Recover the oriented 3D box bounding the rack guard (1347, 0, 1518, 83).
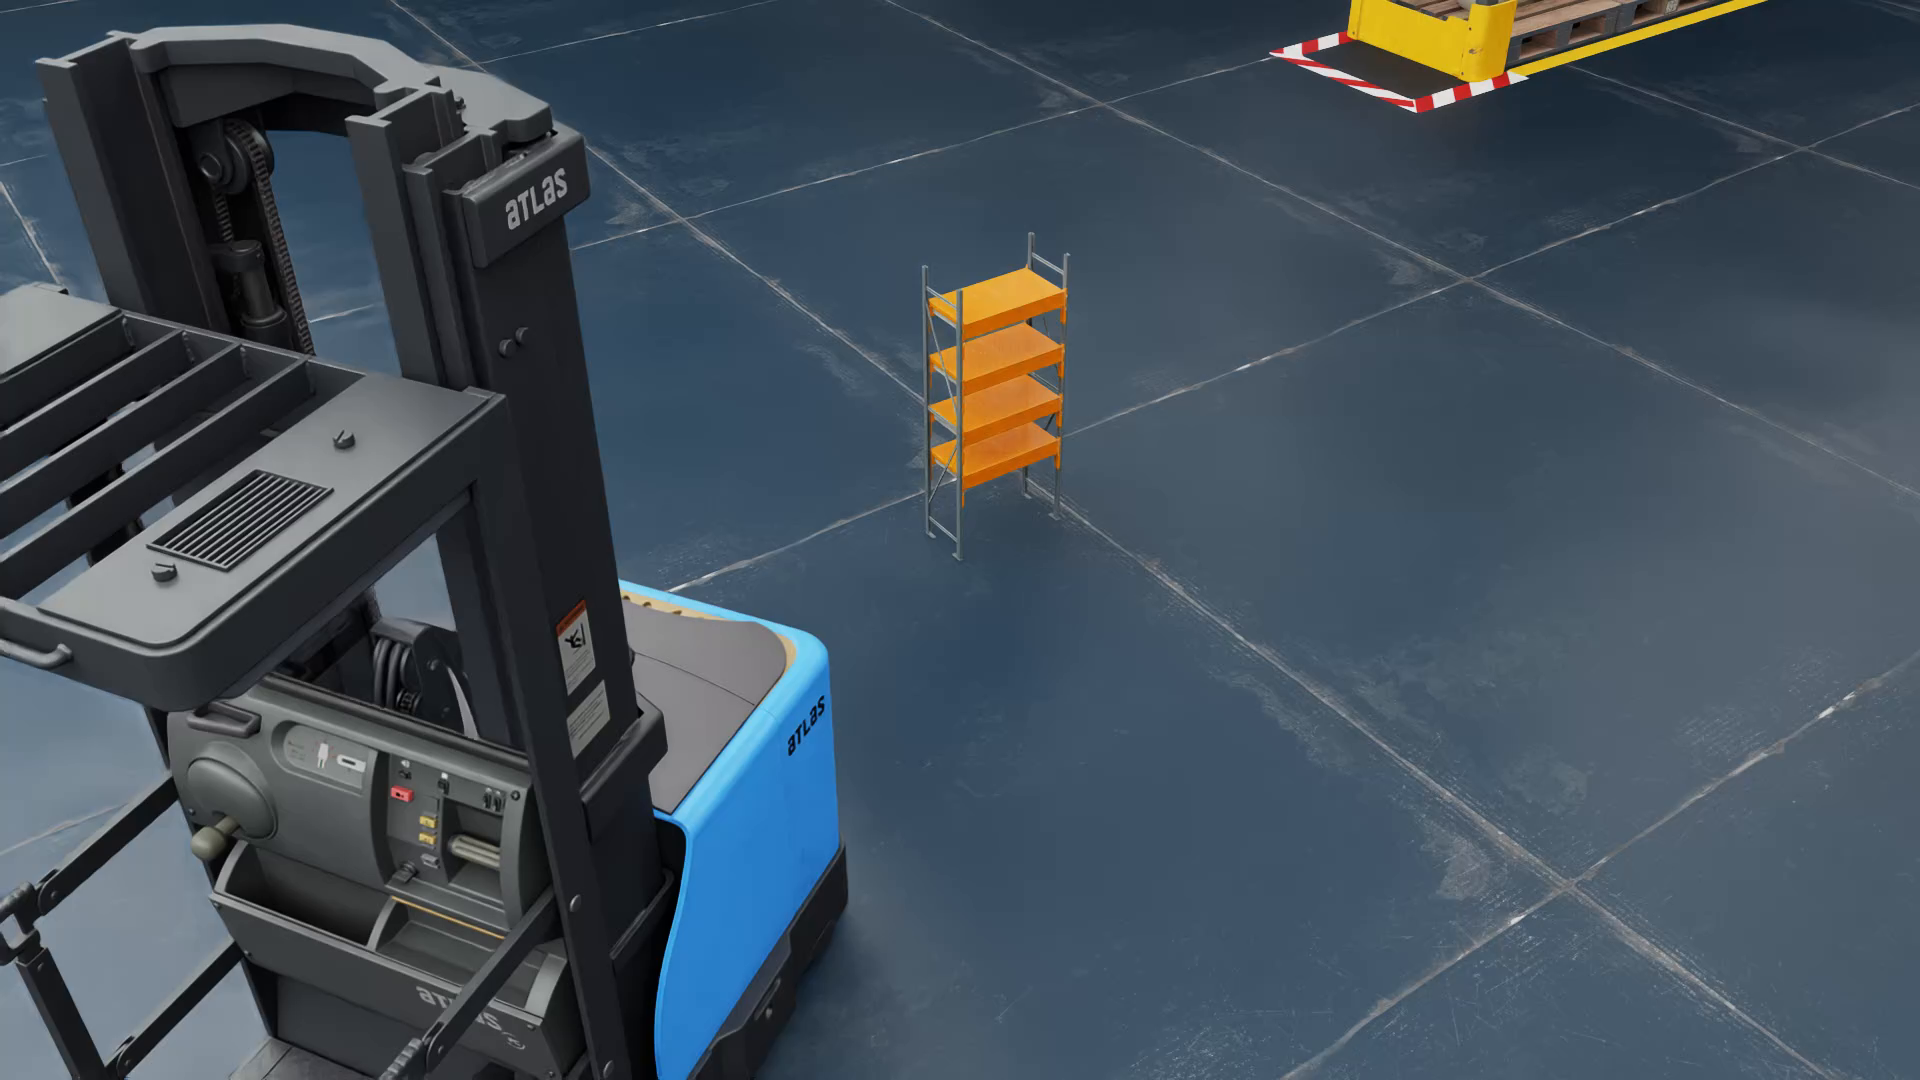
[{"bbox_3d":[3.169,-3.532,11.232,0.348,0.500,1.175,-22,41,-28],"label":"rack guard"}]

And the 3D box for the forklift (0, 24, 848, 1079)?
[{"bbox_3d":[-1.390,0.625,3.370,1.130,2.935,3.031,14,38,19],"label":"forklift"}]

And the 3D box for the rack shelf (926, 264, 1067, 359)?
[{"bbox_3d":[0.135,-0.862,6.248,0.480,0.148,0.258,-22,41,-28],"label":"rack shelf"}]

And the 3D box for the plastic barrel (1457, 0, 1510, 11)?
[{"bbox_3d":[3.628,-3.917,11.398,0.421,0.512,0.421,0,36,0],"label":"plastic barrel"}]

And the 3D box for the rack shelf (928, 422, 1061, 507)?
[{"bbox_3d":[0.135,-0.327,6.632,0.480,0.148,0.258,-22,41,-28],"label":"rack shelf"}]

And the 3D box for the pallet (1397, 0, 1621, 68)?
[{"bbox_3d":[3.836,-3.685,11.693,1.213,0.211,1.003,-22,41,-28],"label":"pallet"}]

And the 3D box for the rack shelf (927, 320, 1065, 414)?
[{"bbox_3d":[0.135,-0.670,6.386,0.480,0.148,0.258,-22,41,-28],"label":"rack shelf"}]

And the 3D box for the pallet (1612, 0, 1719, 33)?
[{"bbox_3d":[4.833,-4.093,12.260,1.213,0.211,1.003,-22,41,-28],"label":"pallet"}]

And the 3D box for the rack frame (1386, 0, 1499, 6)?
[{"bbox_3d":[3.134,-4.498,10.436,0.127,3.000,1.000,-22,41,-28],"label":"rack frame"}]

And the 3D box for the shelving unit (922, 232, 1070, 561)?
[{"bbox_3d":[0.135,-0.543,6.477,0.503,1.200,0.258,-22,41,-28],"label":"shelving unit"}]

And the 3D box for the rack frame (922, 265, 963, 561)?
[{"bbox_3d":[-0.064,-0.461,6.363,0.015,1.200,0.240,-22,41,-28],"label":"rack frame"}]

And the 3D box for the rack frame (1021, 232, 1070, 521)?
[{"bbox_3d":[0.335,-0.625,6.591,0.015,1.200,0.240,-22,41,-28],"label":"rack frame"}]

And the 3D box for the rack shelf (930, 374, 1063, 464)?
[{"bbox_3d":[0.135,-0.488,6.516,0.480,0.148,0.258,-22,41,-28],"label":"rack shelf"}]
